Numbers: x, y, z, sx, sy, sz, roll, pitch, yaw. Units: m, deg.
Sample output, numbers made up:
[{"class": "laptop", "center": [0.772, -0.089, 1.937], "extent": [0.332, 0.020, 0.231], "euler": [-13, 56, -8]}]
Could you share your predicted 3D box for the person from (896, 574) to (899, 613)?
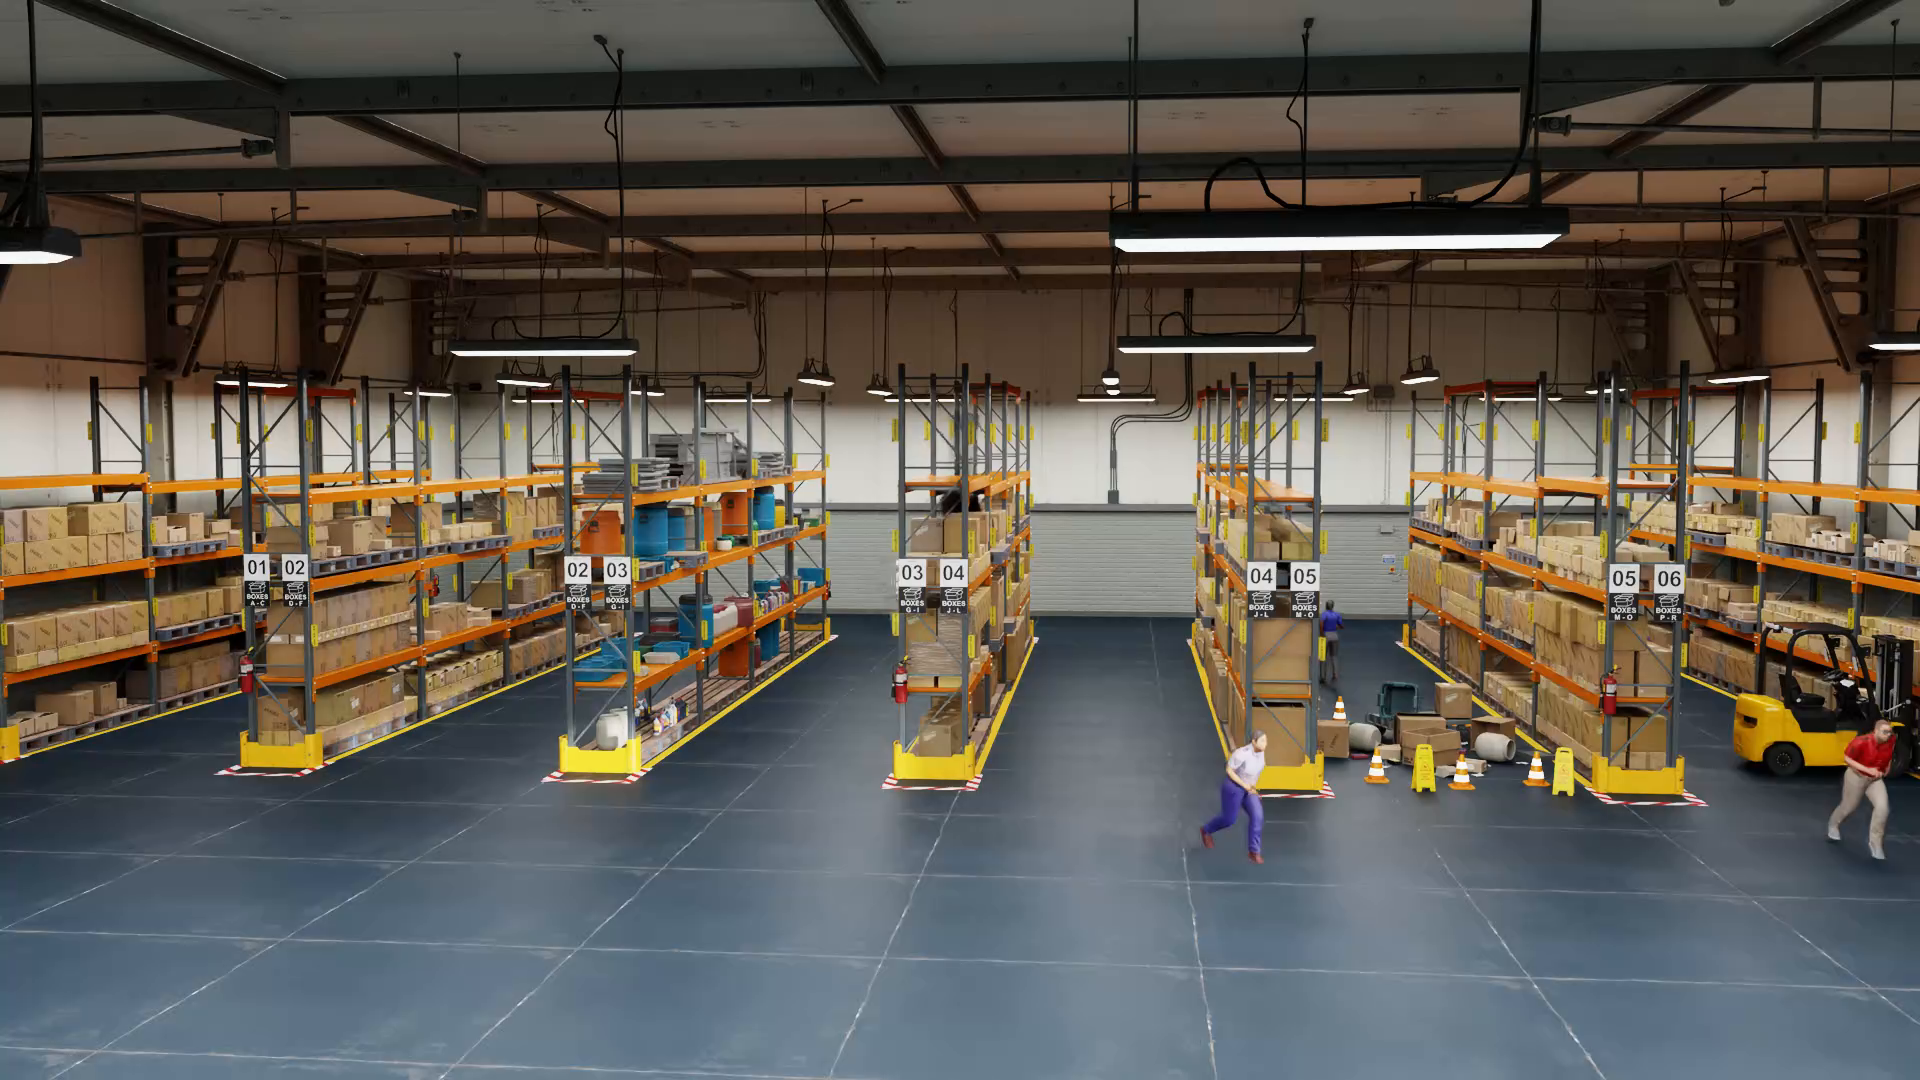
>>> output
[{"class": "person", "center": [-1.395, 1.398, 42.833], "extent": [0.578, 1.730, 0.659], "euler": [2, 4, 27]}]

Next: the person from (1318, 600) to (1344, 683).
[{"class": "person", "center": [7.379, 2.039, 33.142], "extent": [0.569, 1.696, 0.851], "euler": [0, 4, -2]}]

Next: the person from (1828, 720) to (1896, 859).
[{"class": "person", "center": [10.821, 2.937, 19.947], "extent": [0.707, 1.697, 0.968], "euler": [0, 4, -7]}]

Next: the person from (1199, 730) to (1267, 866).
[{"class": "person", "center": [3.237, 2.984, 19.596], "extent": [0.639, 1.612, 0.973], "euler": [-4, 5, -44]}]
